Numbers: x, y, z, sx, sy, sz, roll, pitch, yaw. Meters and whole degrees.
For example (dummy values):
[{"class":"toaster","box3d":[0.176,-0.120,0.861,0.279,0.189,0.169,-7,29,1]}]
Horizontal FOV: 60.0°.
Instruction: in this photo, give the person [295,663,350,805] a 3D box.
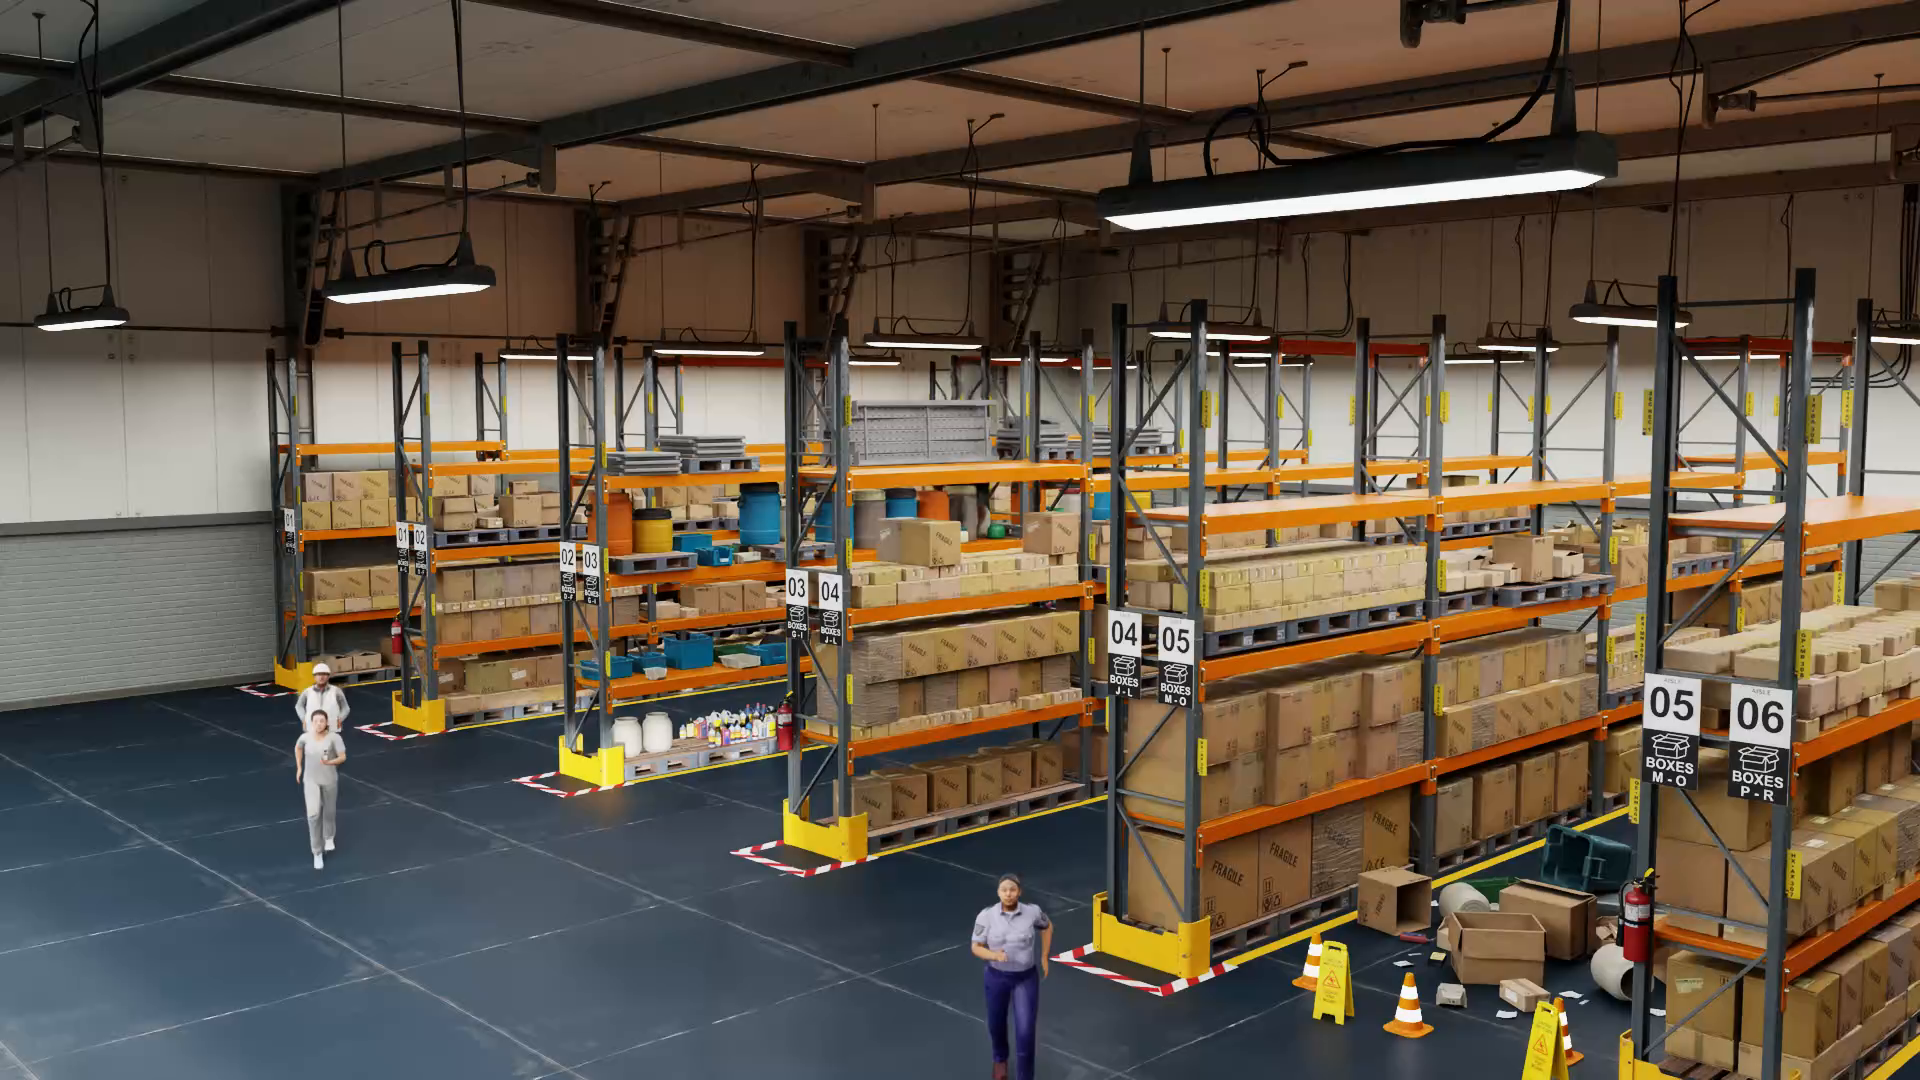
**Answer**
[{"class":"person","box3d":[-8.181,2.458,21.359,0.657,1.763,0.819,-2,5,-19]}]

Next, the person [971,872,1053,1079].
[{"class":"person","box3d":[0.379,3.290,12.243,0.578,1.710,0.774,1,5,6]}]

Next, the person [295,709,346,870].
[{"class":"person","box3d":[-7.096,2.721,18.488,0.535,1.715,0.848,-2,5,-20]}]
